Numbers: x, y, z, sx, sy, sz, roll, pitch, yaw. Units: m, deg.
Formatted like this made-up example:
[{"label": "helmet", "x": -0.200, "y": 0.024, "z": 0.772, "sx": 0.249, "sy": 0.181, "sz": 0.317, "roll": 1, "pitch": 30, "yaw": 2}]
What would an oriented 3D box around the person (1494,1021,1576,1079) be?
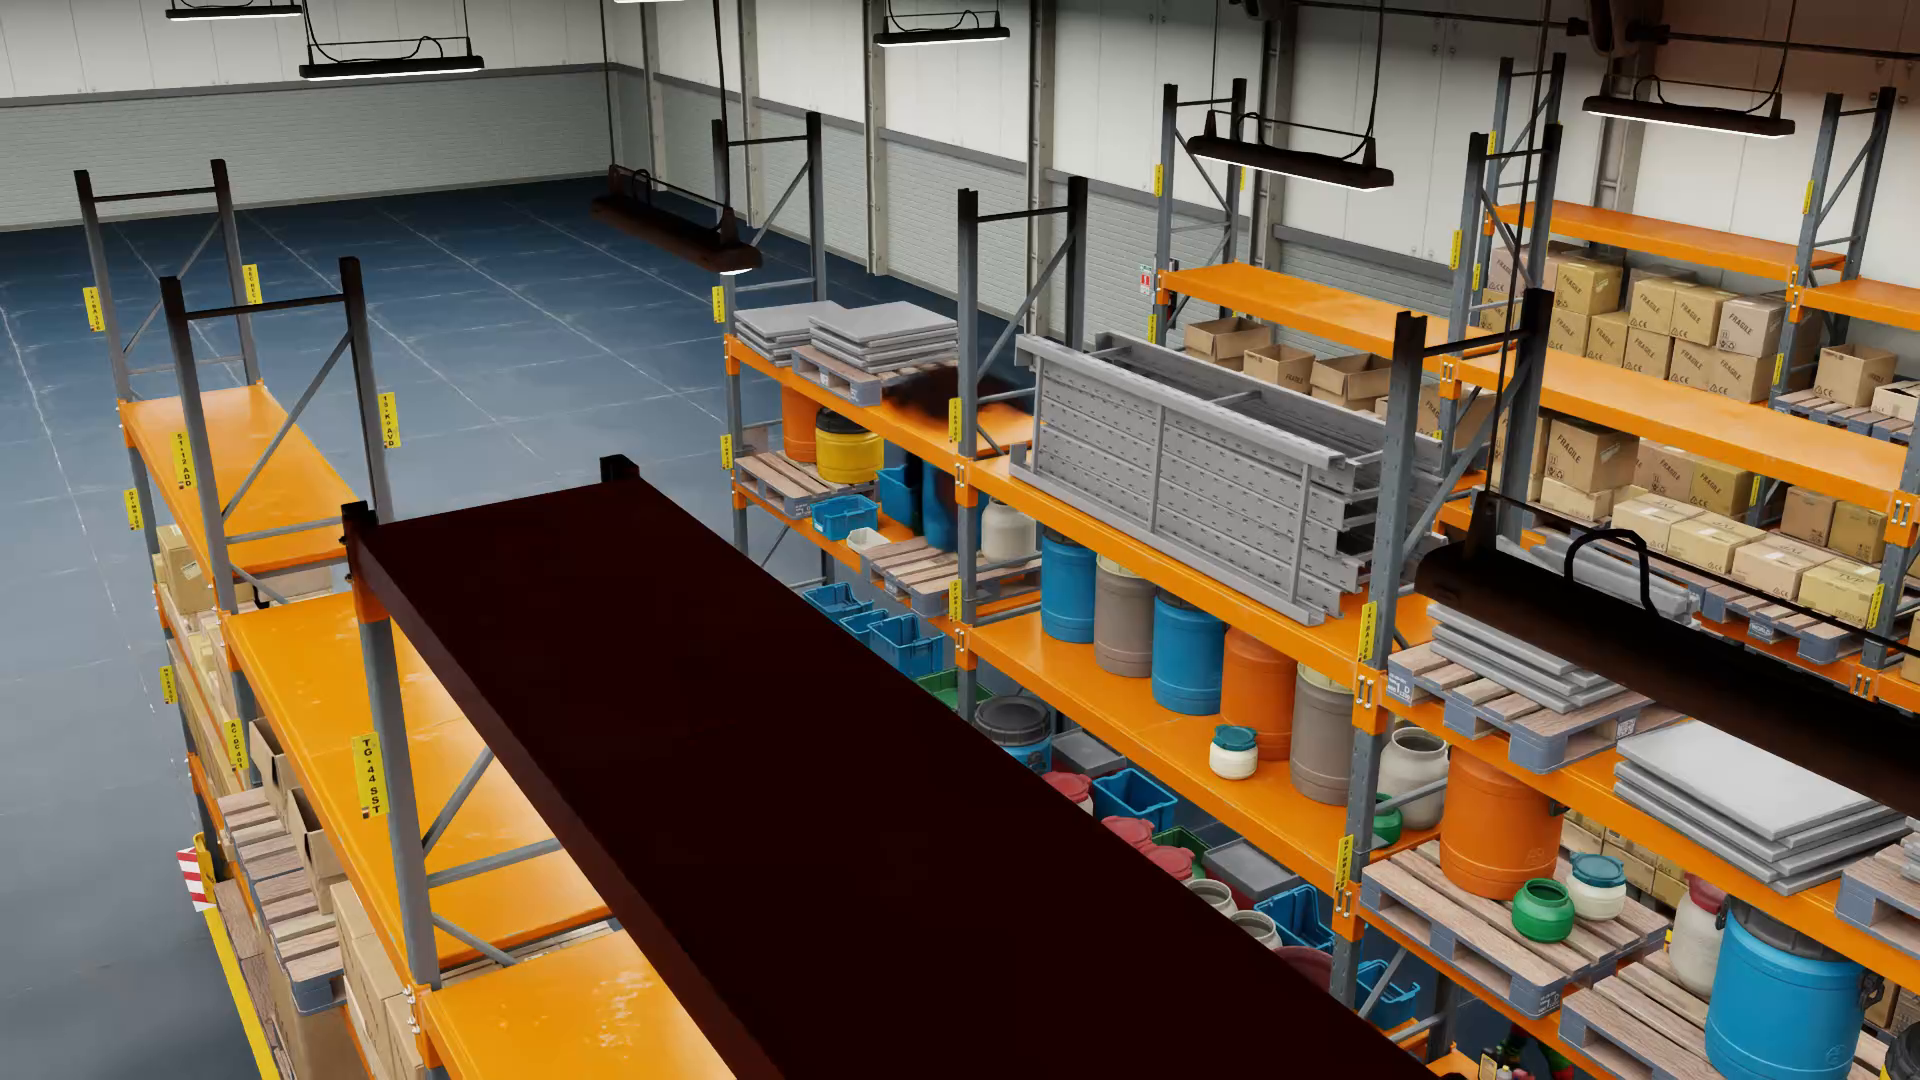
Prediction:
[{"label": "person", "x": 4.038, "y": 3.076, "z": 11.477, "sx": 0.669, "sy": 1.812, "sz": 0.877, "roll": -13, "pitch": 25, "yaw": -30}]
